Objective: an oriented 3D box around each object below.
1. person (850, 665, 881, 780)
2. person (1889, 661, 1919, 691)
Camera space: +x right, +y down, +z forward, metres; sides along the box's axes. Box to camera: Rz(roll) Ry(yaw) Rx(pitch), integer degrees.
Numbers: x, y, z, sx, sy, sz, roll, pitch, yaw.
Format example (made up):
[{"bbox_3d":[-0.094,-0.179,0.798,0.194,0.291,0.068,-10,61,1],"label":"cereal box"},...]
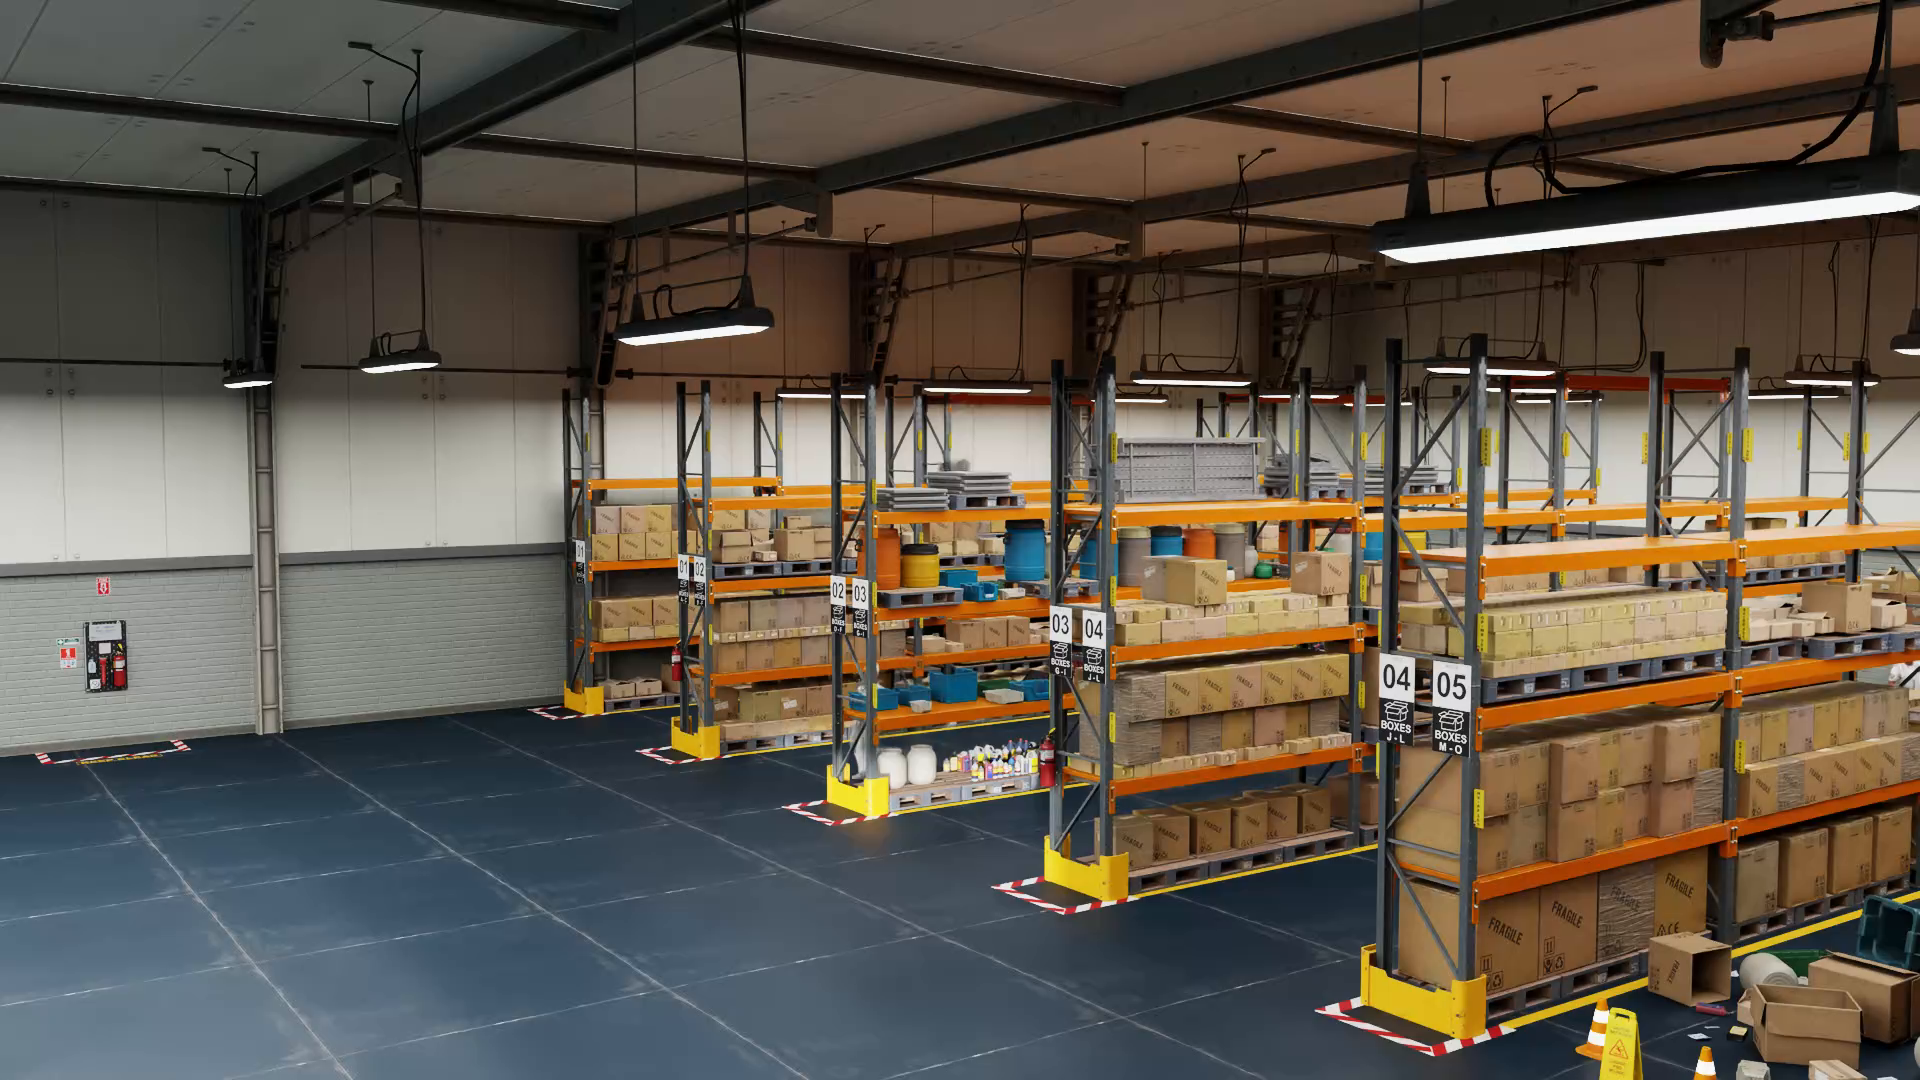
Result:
[{"bbox_3d":[-1.352,2.709,24.836,0.650,1.722,0.616,-3,5,-37],"label":"person"},{"bbox_3d":[15.423,2.576,26.904,0.709,1.737,0.588,2,4,25],"label":"person"}]
